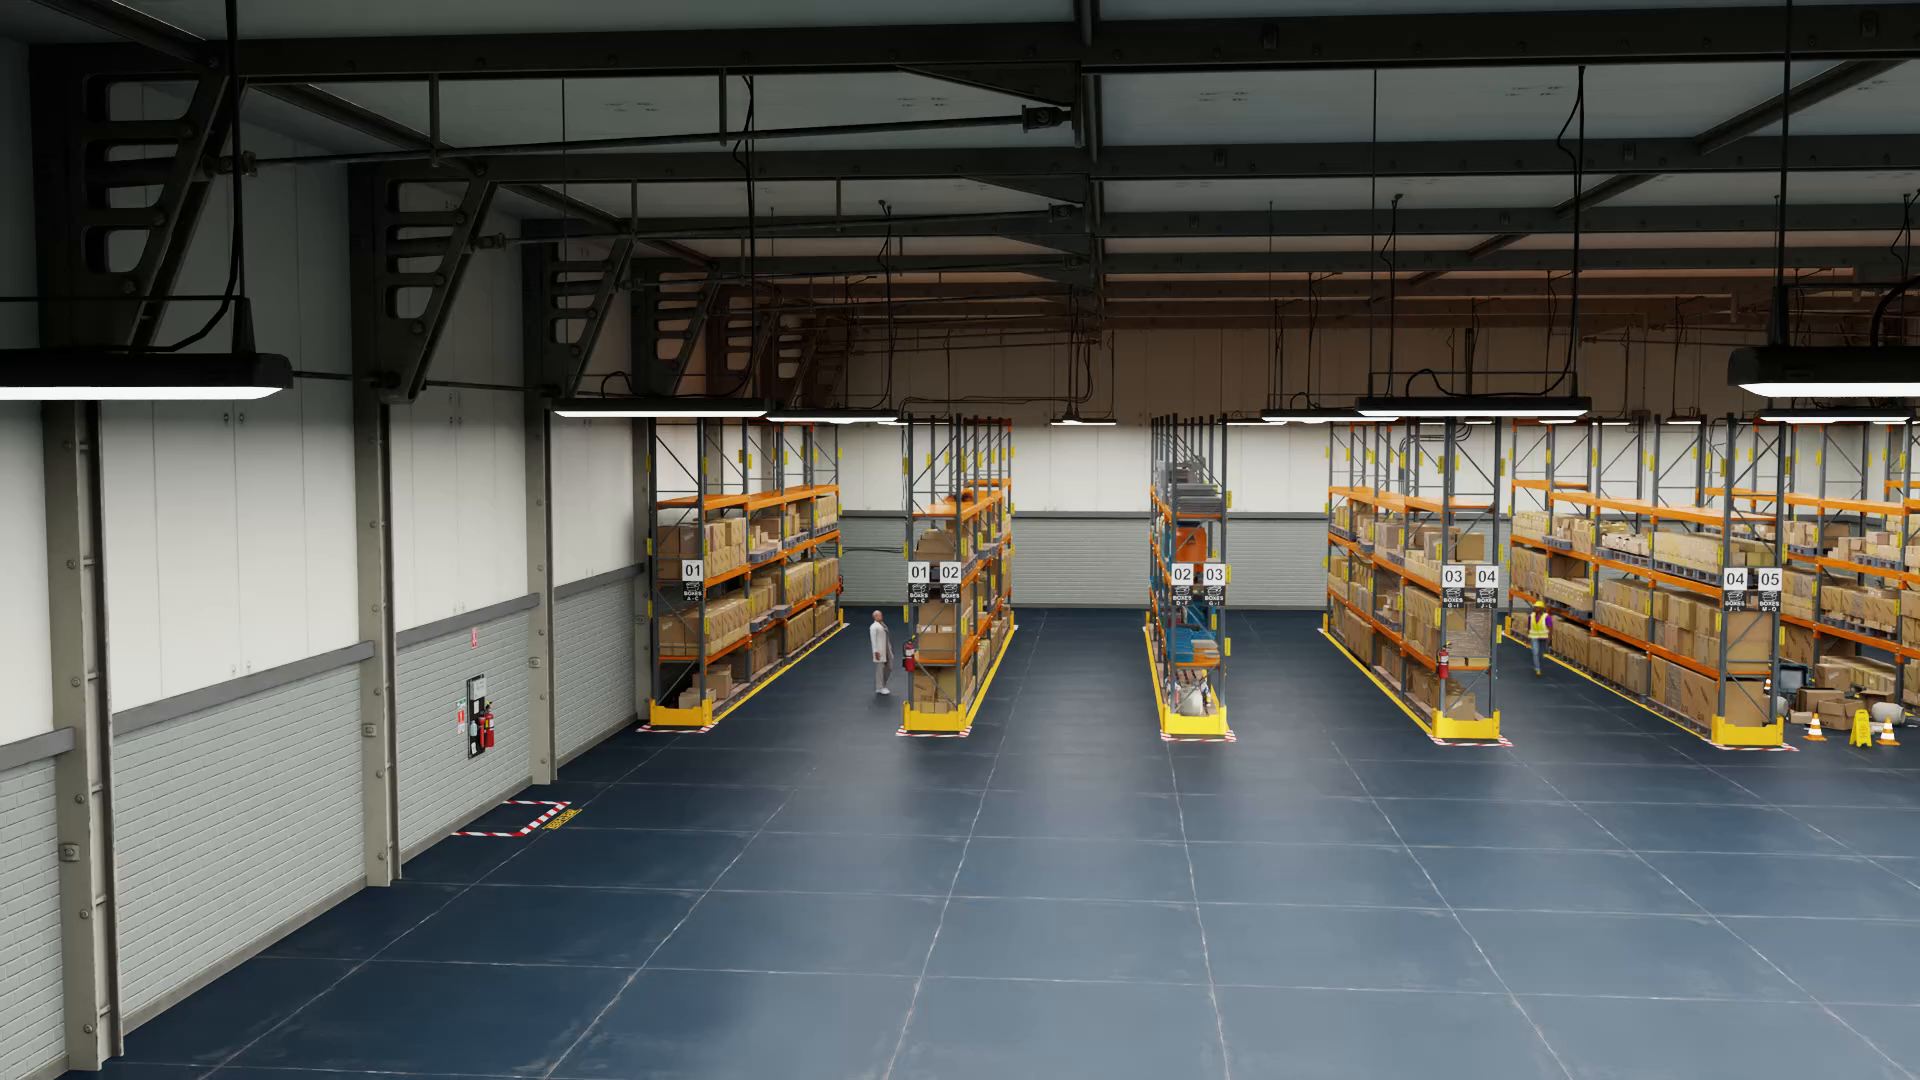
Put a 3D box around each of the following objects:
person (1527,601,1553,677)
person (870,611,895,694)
[{"bbox_3d":[13.406,2.271,38.409,0.494,1.718,1.058,0,4,3],"label":"person"},{"bbox_3d":[-1.693,2.468,36.067,0.577,1.708,0.658,2,4,30],"label":"person"}]
